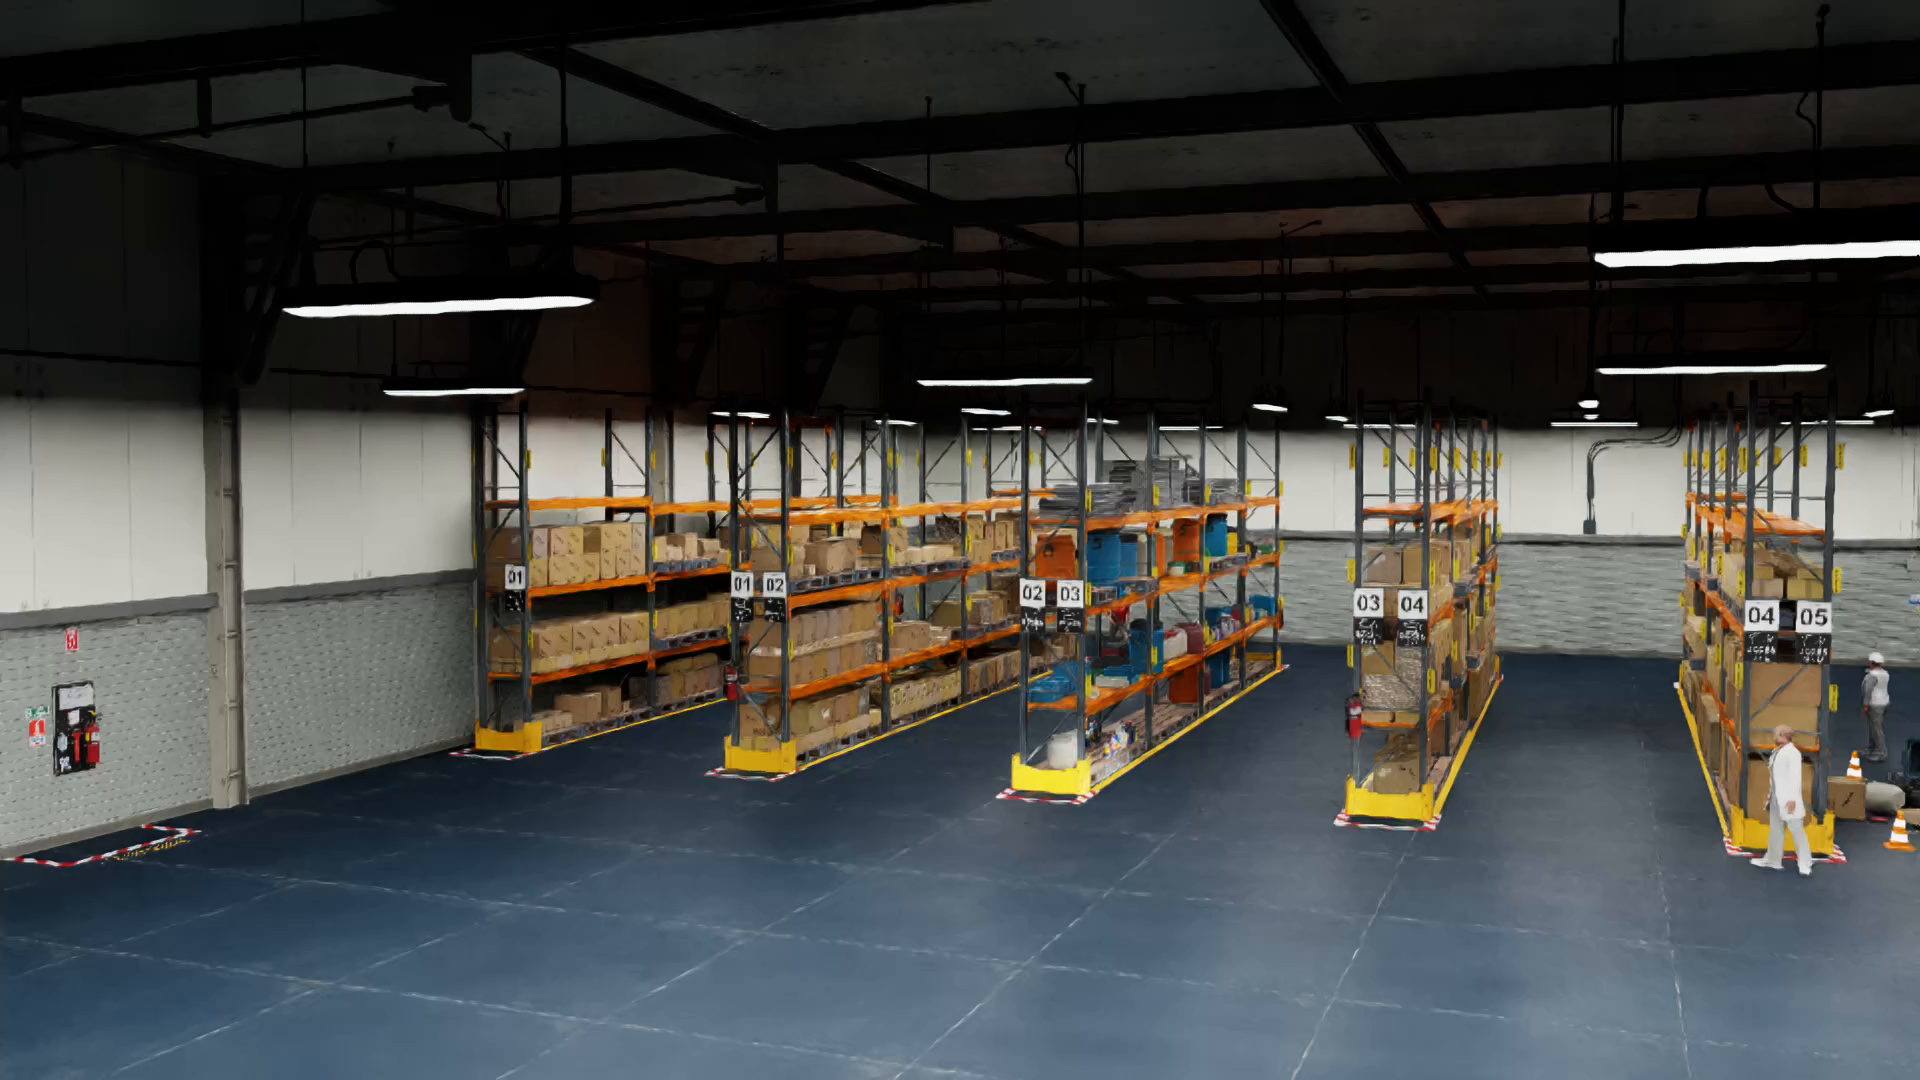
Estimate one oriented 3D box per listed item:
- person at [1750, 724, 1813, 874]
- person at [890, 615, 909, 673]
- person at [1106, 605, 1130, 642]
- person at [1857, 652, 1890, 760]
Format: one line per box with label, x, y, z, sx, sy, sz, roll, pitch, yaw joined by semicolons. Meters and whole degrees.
person;10.035;3.129;20.204;0.577;1.777;0.710;0;3;3
person;-1.335;2.427;36.404;0.445;1.574;1.081;1;3;19
person;4.007;2.127;41.877;0.704;1.663;0.832;0;3;-1
person;15.246;2.750;27.758;0.626;1.768;0.576;-2;4;-38
